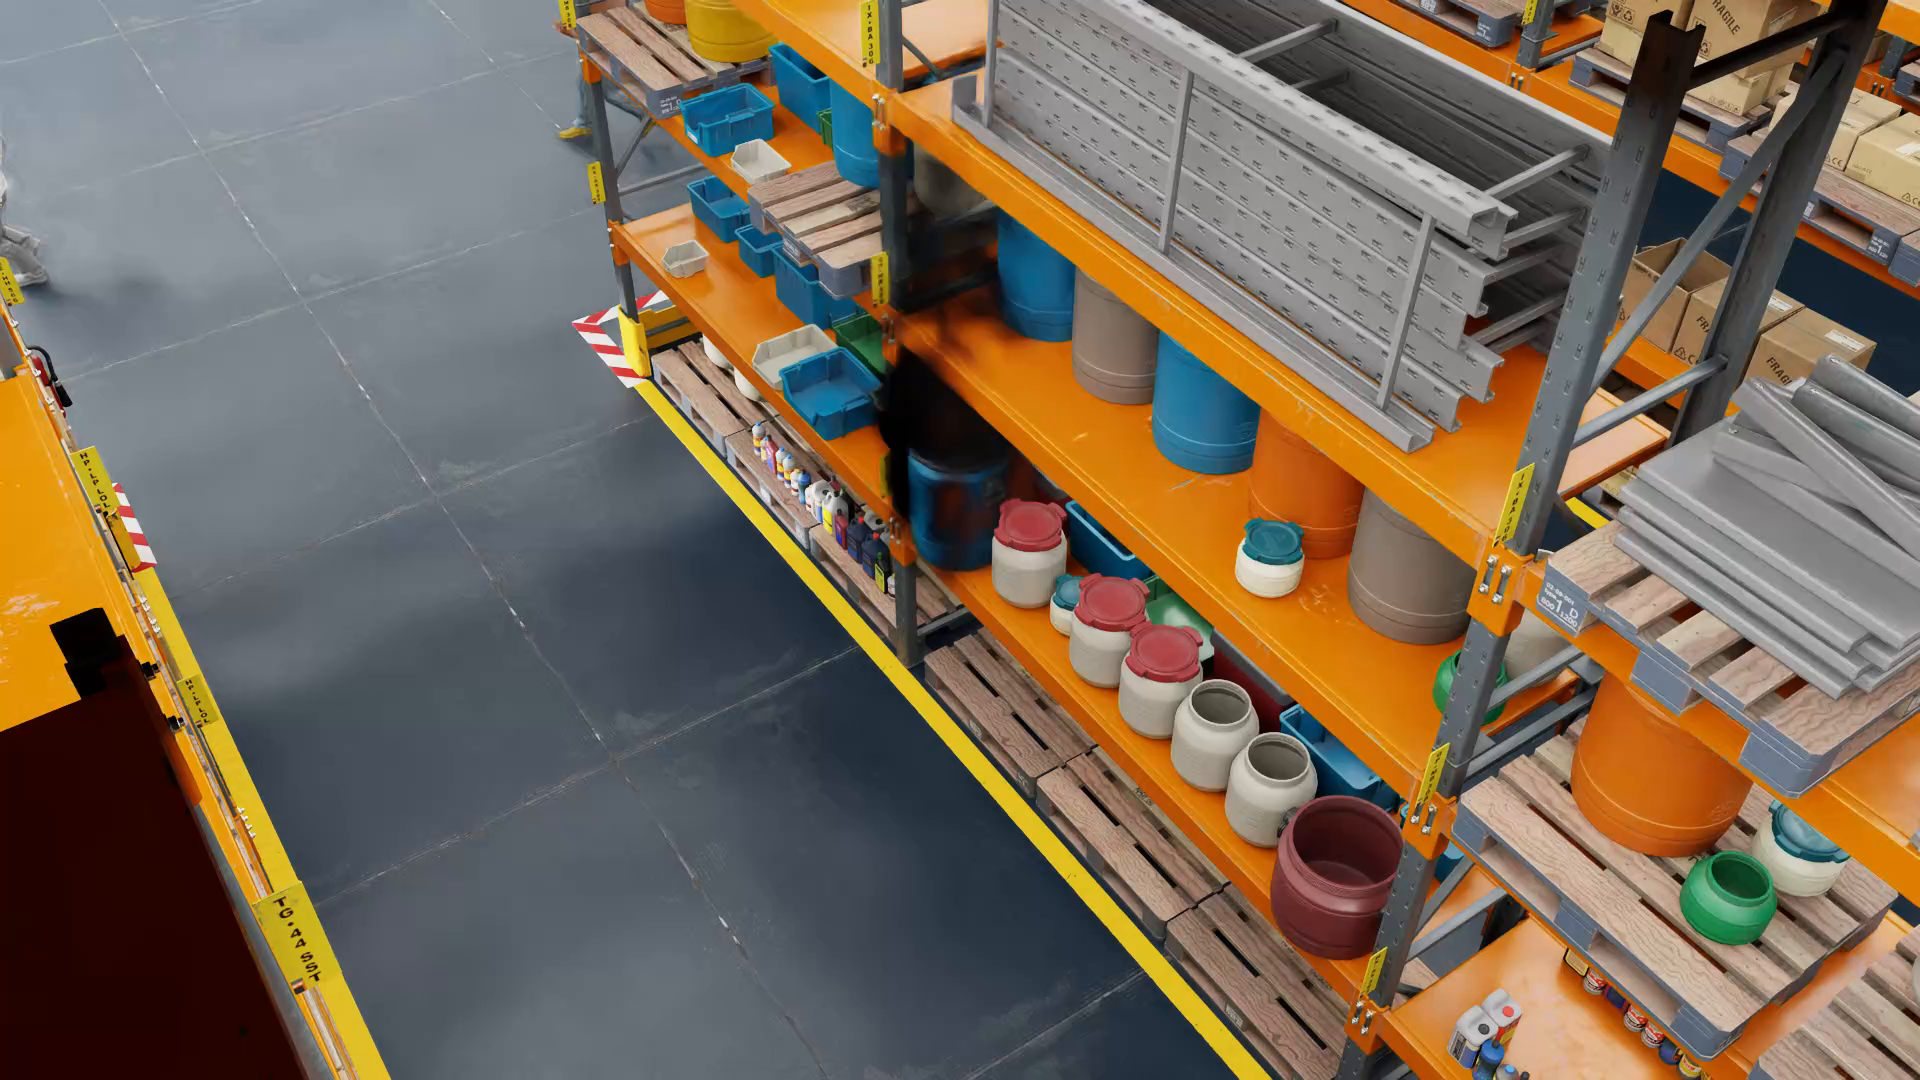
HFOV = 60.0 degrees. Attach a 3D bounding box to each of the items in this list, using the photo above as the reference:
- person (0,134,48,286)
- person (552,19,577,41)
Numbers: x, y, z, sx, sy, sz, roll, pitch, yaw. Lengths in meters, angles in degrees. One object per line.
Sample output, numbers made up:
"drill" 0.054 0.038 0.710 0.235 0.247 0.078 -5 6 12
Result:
"person" -8.018 -2.811 13.567 0.575 1.675 0.645 -6 43 -7
"person" -3.373 -4.815 15.012 0.639 0.888 0.701 -6 43 -6
